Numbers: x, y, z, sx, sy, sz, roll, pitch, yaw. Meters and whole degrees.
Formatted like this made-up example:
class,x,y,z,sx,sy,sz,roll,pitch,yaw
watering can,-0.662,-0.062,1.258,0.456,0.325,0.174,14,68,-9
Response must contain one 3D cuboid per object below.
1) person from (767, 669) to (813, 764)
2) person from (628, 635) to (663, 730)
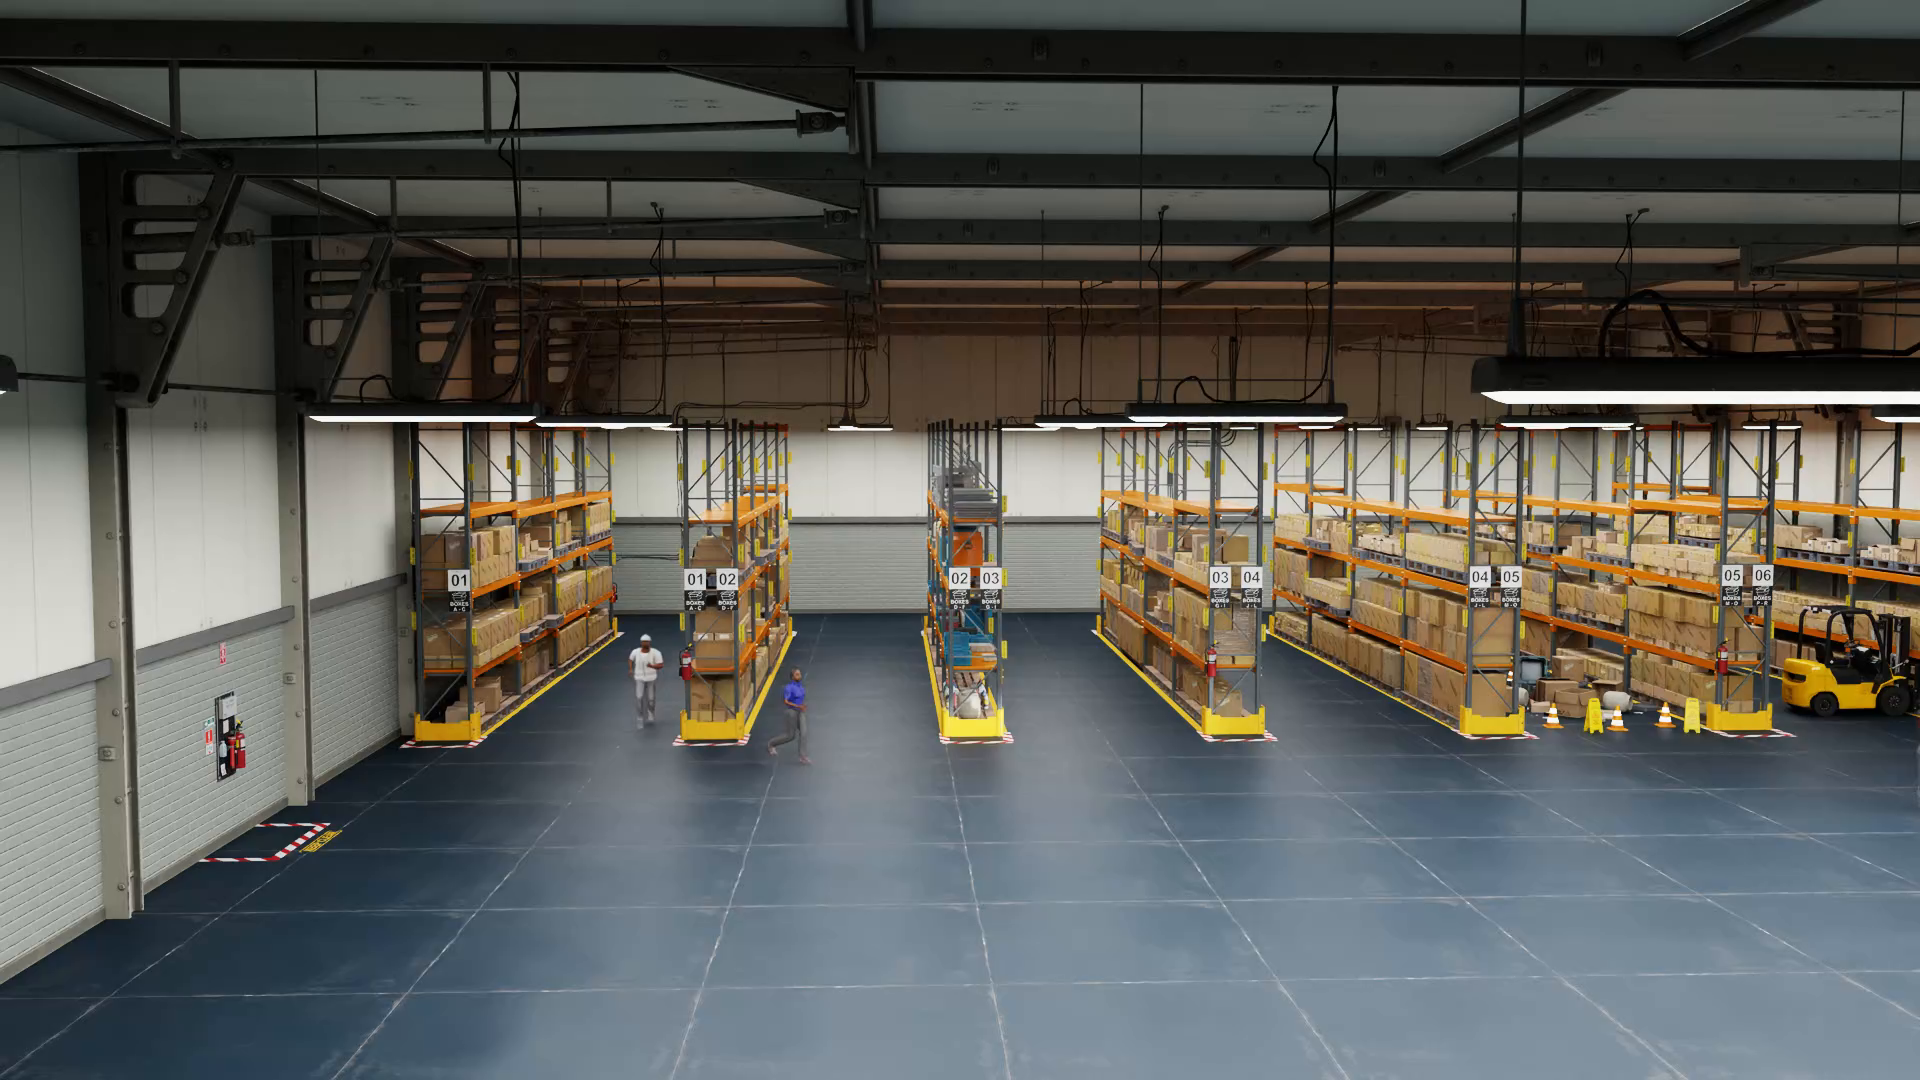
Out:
class,x,y,z,sx,sy,sz,roll,pitch,yaw
person,-2.935,3.059,28.992,0.850,1.657,0.560,2,4,27
person,-6.140,2.751,32.492,0.677,1.823,0.807,0,4,-7
